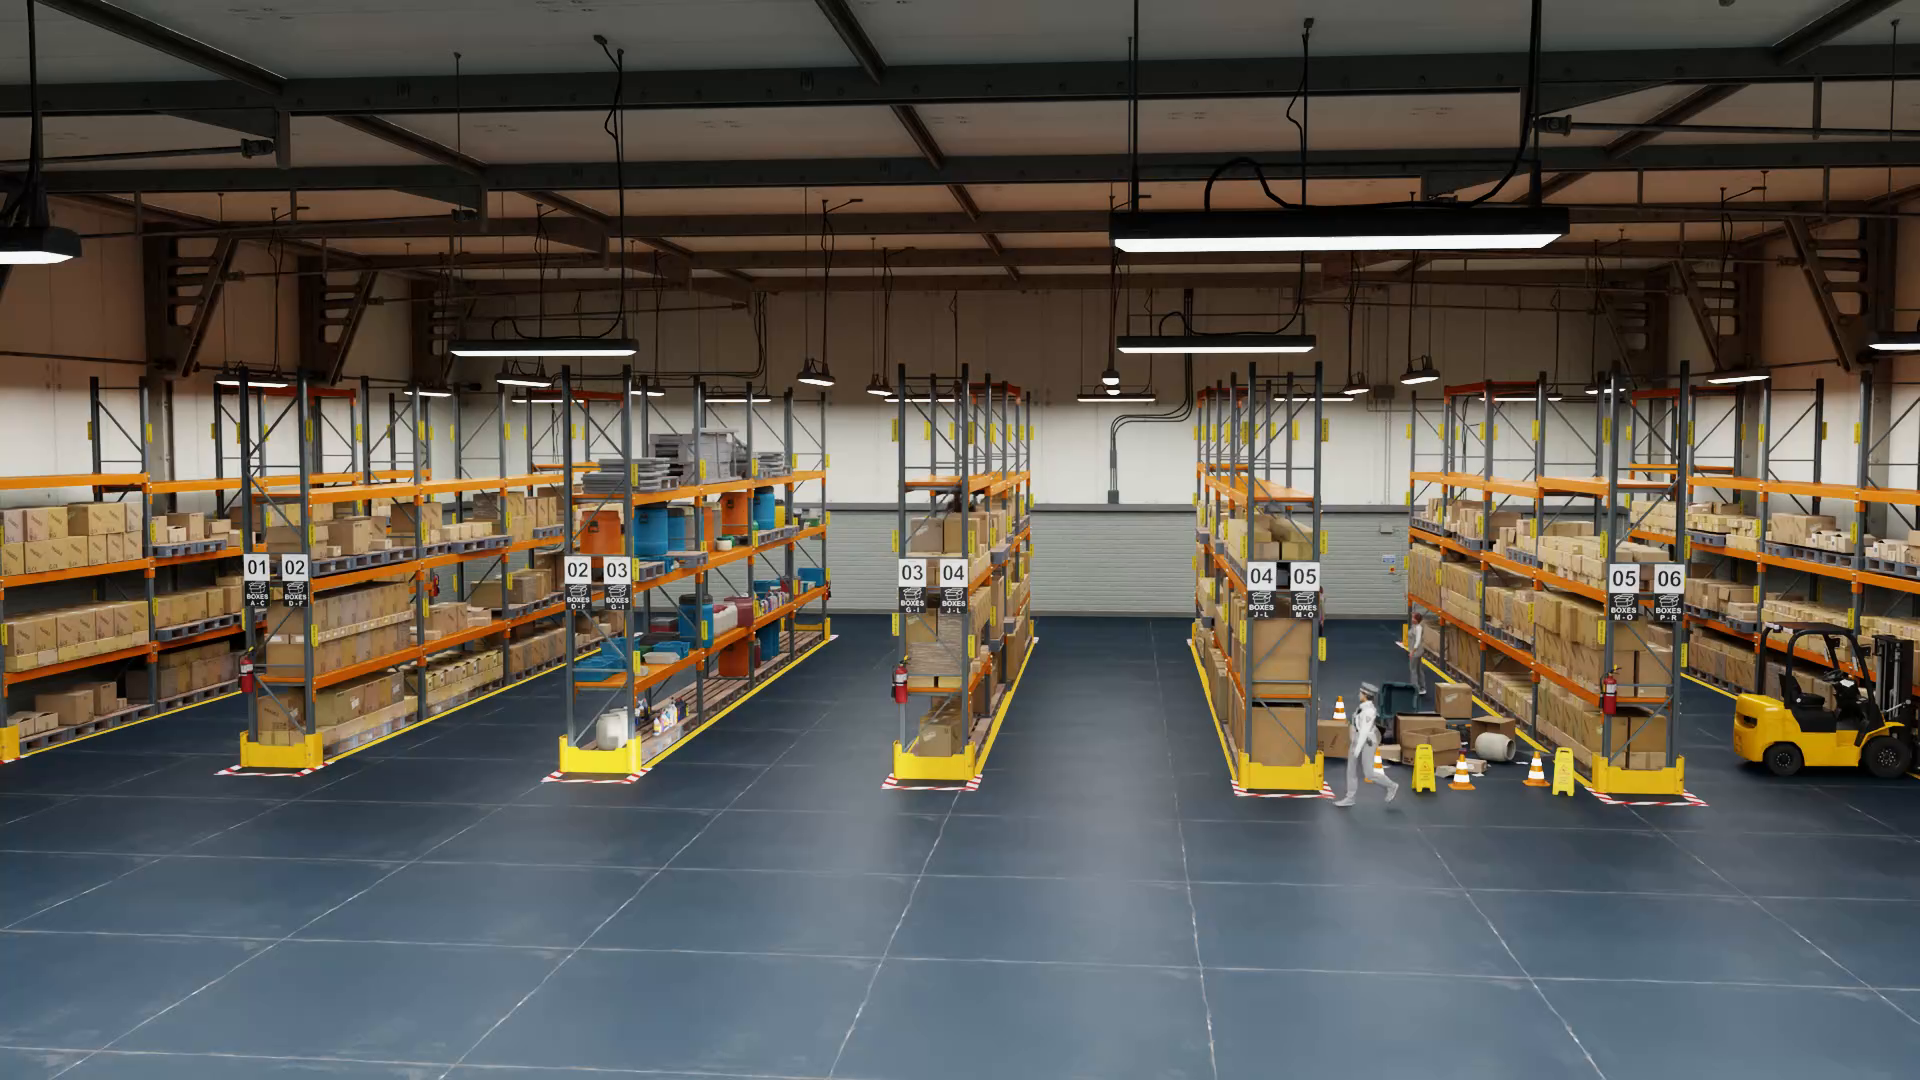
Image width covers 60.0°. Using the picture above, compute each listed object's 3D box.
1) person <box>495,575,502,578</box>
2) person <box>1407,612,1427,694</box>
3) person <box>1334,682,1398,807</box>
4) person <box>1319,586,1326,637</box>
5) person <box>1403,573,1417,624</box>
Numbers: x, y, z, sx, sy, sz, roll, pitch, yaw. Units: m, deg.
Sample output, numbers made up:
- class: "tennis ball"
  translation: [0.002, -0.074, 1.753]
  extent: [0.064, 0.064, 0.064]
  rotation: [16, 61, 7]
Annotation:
- class: "person"
  translation: [-10.666, 1.700, 38.451]
  extent: [0.765, 1.808, 0.878]
  rotation: [0, 4, 6]
- class: "person"
  translation: [8.693, 2.173, 31.733]
  extent: [0.425, 1.614, 0.456]
  rotation: [2, 4, 24]
- class: "person"
  translation: [5.450, 2.734, 22.264]
  extent: [0.818, 1.672, 0.425]
  rotation: [-1, 4, -19]
- class: "person"
  translation: [8.004, 1.817, 37.176]
  extent: [0.336, 1.600, 0.483]
  rotation: [0, 4, 4]
- class: "person"
  translation: [11.534, 1.389, 42.408]
  extent: [0.512, 1.793, 0.516]
  rotation: [-1, 4, -17]
